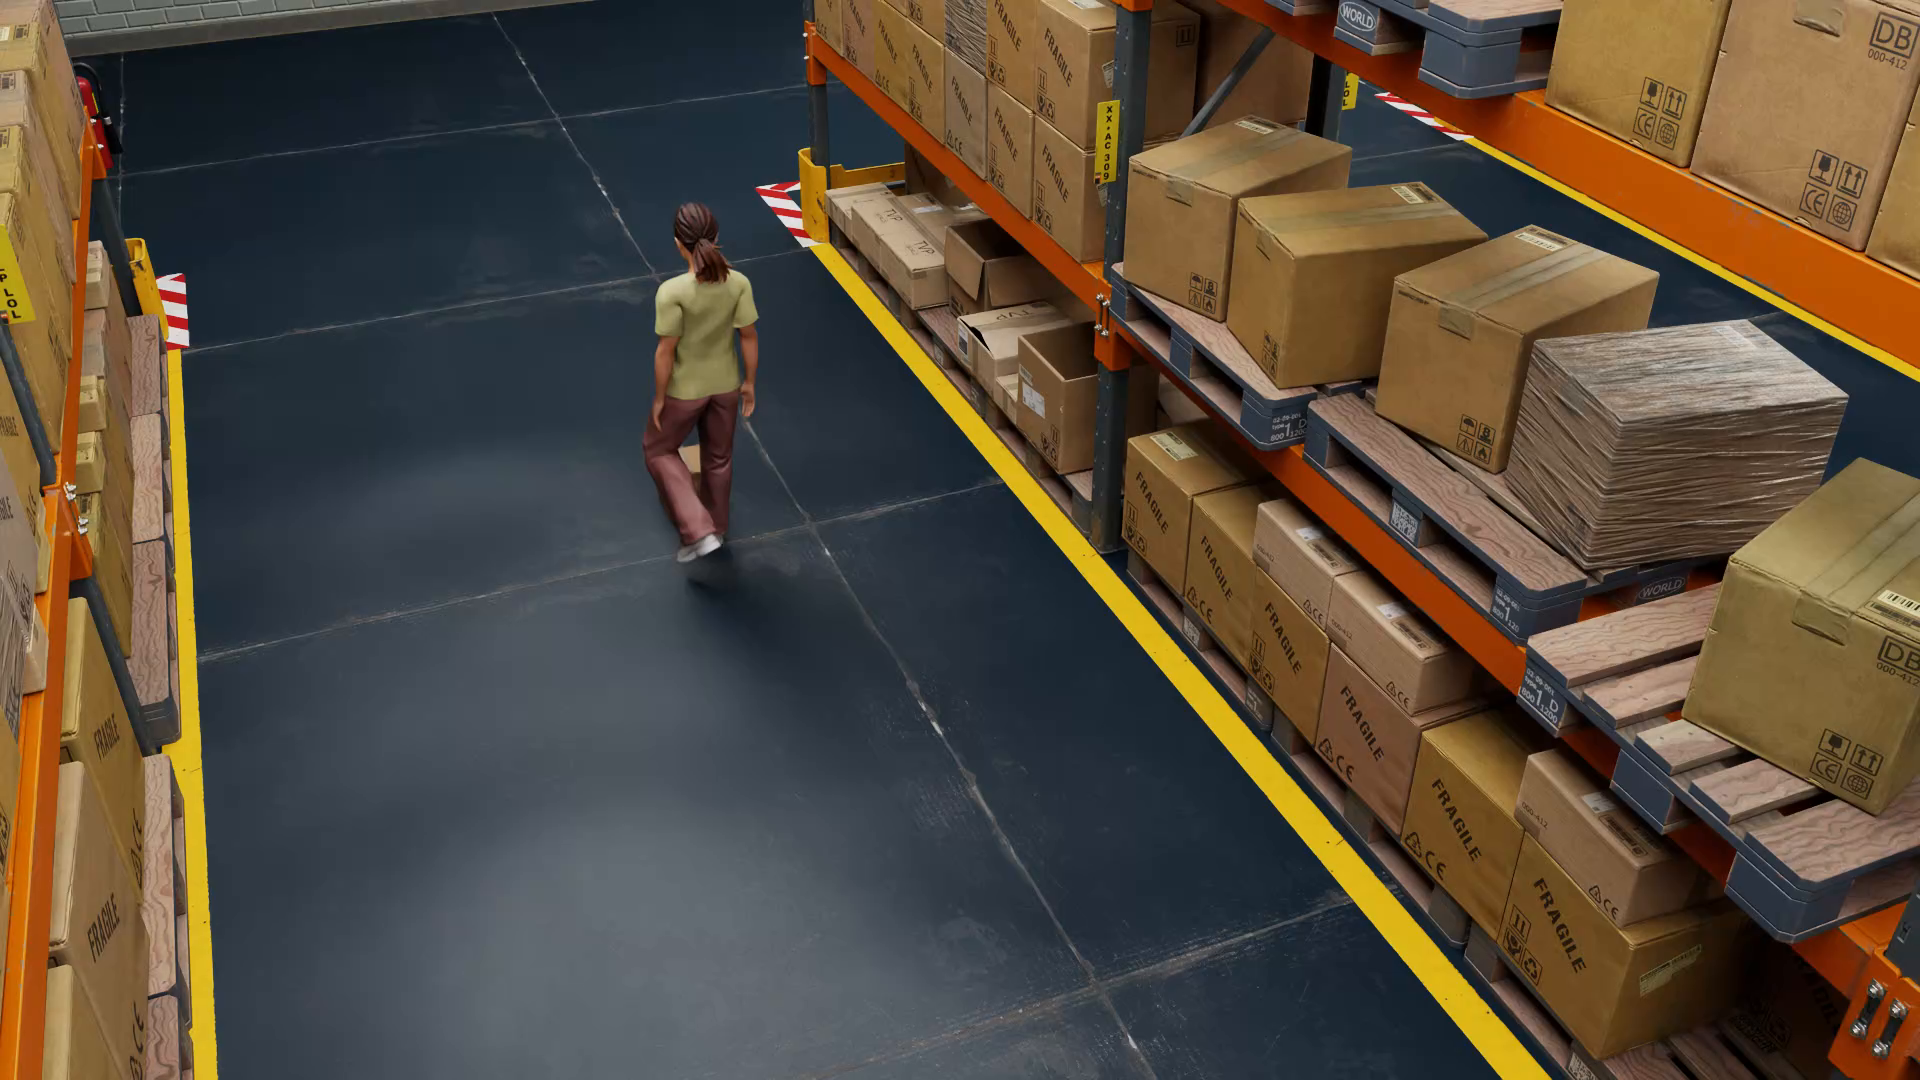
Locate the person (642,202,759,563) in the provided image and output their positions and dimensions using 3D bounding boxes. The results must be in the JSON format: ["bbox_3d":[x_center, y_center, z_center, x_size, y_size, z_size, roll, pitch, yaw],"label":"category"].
[{"bbox_3d":[-1.115,-0.654,7.090,0.489,1.668,0.608,-18,37,-24],"label":"person"}]
